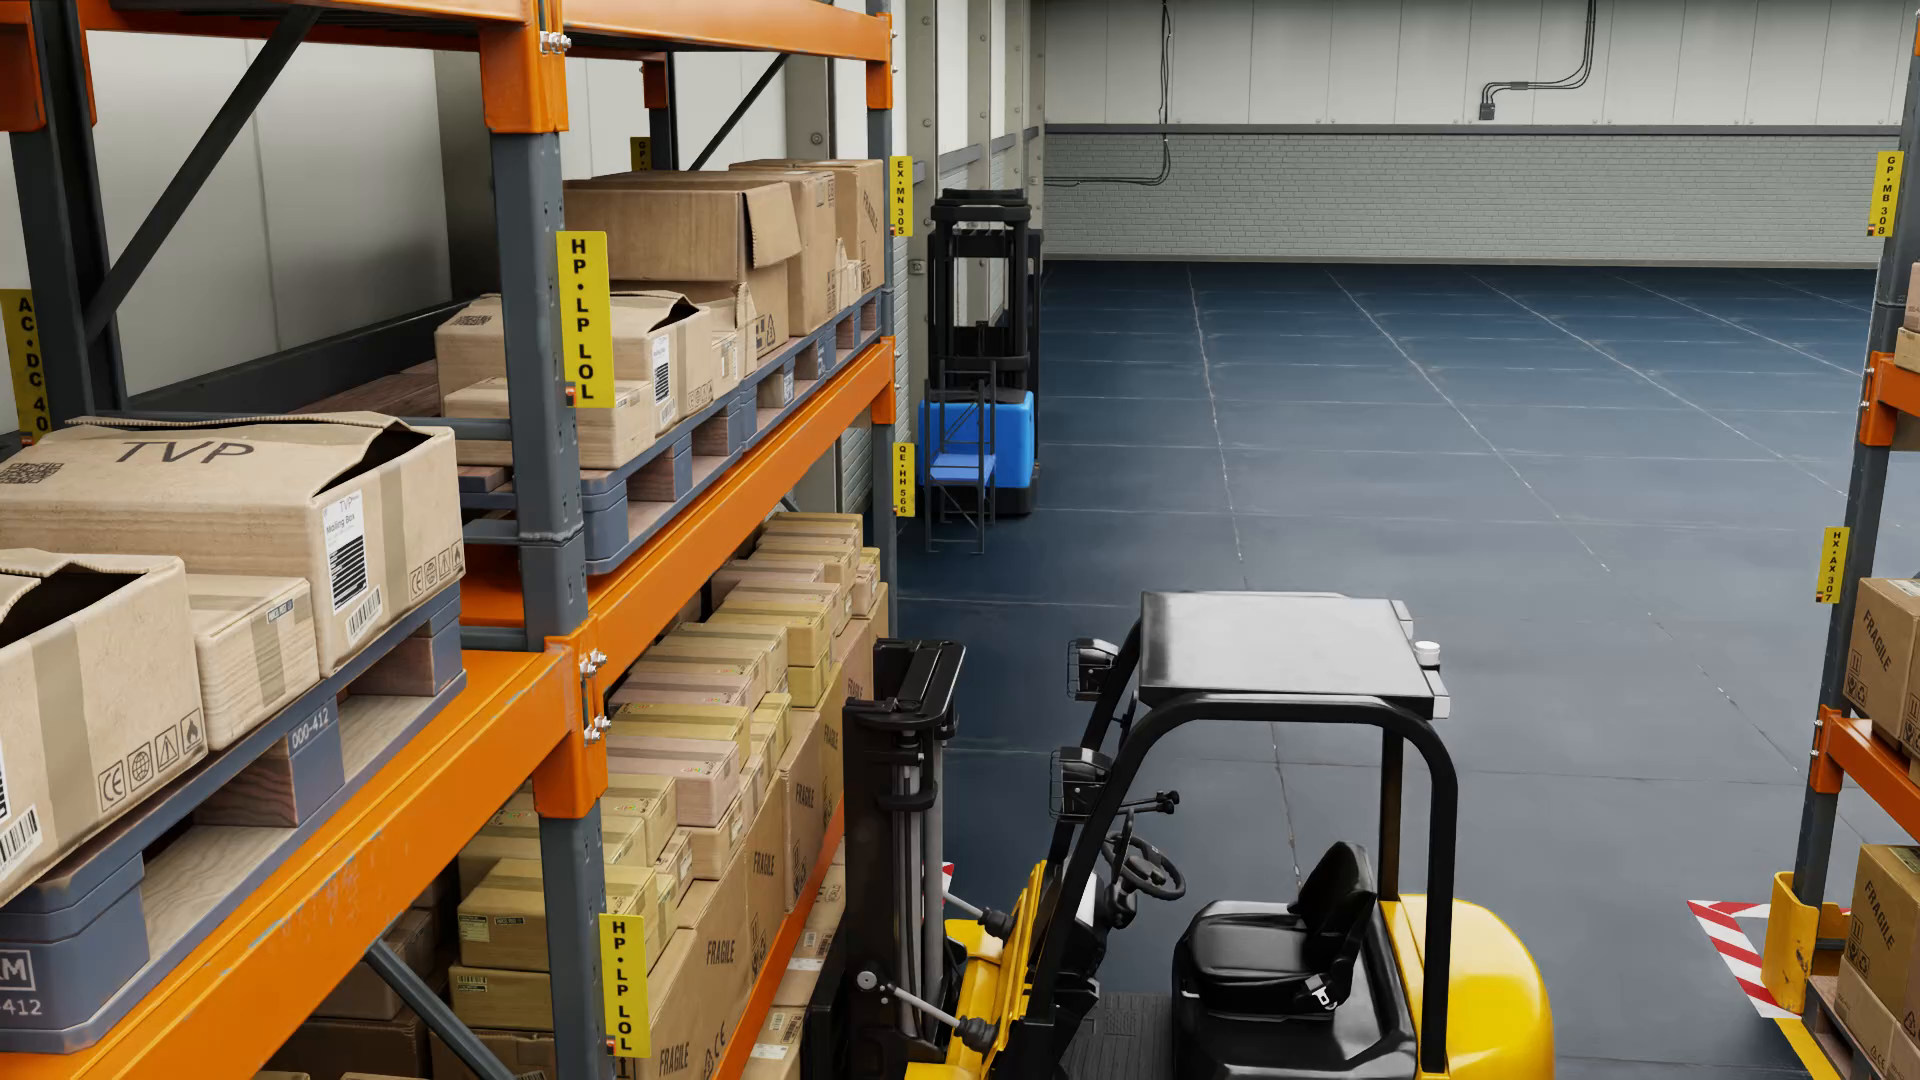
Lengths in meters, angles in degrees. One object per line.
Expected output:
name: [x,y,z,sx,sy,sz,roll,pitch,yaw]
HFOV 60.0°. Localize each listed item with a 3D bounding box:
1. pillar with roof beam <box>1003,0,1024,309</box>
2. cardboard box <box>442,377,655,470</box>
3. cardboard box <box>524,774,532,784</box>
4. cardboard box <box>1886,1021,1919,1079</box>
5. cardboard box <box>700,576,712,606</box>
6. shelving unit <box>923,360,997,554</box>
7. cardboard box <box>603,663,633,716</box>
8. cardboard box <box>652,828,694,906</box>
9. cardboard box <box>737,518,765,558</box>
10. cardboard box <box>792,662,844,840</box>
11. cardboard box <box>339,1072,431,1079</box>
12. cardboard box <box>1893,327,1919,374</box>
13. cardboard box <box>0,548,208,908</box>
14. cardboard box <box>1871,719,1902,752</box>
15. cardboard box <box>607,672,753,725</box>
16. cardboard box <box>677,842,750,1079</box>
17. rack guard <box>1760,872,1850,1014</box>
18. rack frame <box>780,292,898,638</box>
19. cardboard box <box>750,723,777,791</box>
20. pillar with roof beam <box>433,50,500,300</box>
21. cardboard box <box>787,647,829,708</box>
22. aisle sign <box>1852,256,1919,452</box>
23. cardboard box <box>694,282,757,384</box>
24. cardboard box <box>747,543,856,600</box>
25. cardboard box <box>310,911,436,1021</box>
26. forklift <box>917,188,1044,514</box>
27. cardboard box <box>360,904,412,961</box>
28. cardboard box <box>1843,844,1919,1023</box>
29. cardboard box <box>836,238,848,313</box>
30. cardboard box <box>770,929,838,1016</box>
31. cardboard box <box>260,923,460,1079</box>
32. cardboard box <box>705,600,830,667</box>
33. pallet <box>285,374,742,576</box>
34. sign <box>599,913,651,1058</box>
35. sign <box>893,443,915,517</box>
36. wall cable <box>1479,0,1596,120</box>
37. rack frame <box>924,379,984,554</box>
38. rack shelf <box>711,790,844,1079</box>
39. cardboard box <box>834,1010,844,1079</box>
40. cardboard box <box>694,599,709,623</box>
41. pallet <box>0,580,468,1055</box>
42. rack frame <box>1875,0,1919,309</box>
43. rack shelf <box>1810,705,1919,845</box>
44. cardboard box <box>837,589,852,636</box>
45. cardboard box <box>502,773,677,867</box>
pillar with roof beam: [5.227,-8.447,28.662,9.100,9.000,0.400,2,15,6]
cardboard box: [-0.883,-0.255,3.598,0.380,0.149,0.250,2,15,7]
cardboard box: [-1.311,0.713,4.843,0.380,0.149,0.250,2,15,8]
cardboard box: [3.717,1.996,5.998,0.500,0.250,0.500,2,15,8]
cardboard box: [-1.156,0.168,6.290,0.380,0.149,0.250,2,15,7]
shelving unit: [0.010,-0.746,14.548,0.538,1.500,1.048,2,15,6]
cardboard box: [-1.264,0.437,5.294,0.380,0.149,0.250,2,15,8]
cardboard box: [-0.909,0.858,4.308,0.380,0.149,0.250,2,15,6]
cardboard box: [-1.034,-0.032,7.028,0.380,0.149,0.250,1,15,5]
cardboard box: [-0.704,0.747,5.962,0.500,0.500,0.500,1,15,5]
cardboard box: [-1.053,1.164,3.177,0.380,0.149,0.250,2,15,8]
cardboard box: [3.788,-0.712,6.285,0.380,0.149,0.250,2,15,6]
cardboard box: [-1.162,0.168,1.722,0.500,0.311,0.500,1,15,4]
cardboard box: [3.904,0.741,6.656,0.380,0.149,0.250,2,15,6]
cardboard box: [-0.838,0.515,5.008,0.380,0.149,0.250,2,15,6]
cardboard box: [-0.884,1.139,4.512,0.500,0.500,0.500,2,15,7]
rack guard: [4.140,1.764,7.180,1.175,0.500,0.348,2,15,6]
rack frame: [-0.784,0.393,7.464,1.000,3.000,0.127,2,15,6]
cardboard box: [-0.765,0.663,5.031,0.380,0.149,0.250,1,15,4]
pillar with roof beam: [2.519,-2.223,5.642,9.100,9.000,0.400,2,15,6]
cardboard box: [-0.665,0.463,5.770,0.380,0.149,0.250,2,15,7]
aisle sign: [3.847,-0.742,6.680,0.394,0.787,0.004,2,15,6]
cardboard box: [-0.766,-0.580,4.576,0.396,0.266,0.258,1,15,5]
cardboard box: [-0.615,0.120,6.467,0.380,0.149,0.250,2,15,8]
cardboard box: [-1.454,0.978,3.866,0.380,0.149,0.250,2,15,6]
forklift: [0.253,-1.992,16.412,1.130,2.935,3.031,1,15,5]
cardboard box: [-1.500,0.833,3.829,0.380,0.149,0.250,2,15,6]
cardboard box: [3.780,1.508,6.366,0.500,0.500,0.500,1,15,4]
cardboard box: [-0.605,-0.952,5.951,0.396,0.266,0.258,2,15,6]
cardboard box: [-0.690,1.558,5.701,0.500,0.250,0.500,1,15,5]
cardboard box: [-1.453,1.257,4.074,0.500,0.500,0.500,2,15,6]
cardboard box: [-0.660,0.321,5.725,0.380,0.149,0.250,2,15,7]
pallet: [-1.165,-0.197,4.068,1.003,0.211,1.213,2,15,6]
sign: [-0.695,0.923,3.436,0.100,0.325,0.005,2,15,6]
sign: [-0.247,-0.261,7.209,0.100,0.325,0.005,2,15,6]
wall cable: [12.704,-12.213,36.074,2.305,6.003,0.169,2,15,6]
rack frame: [-0.048,-0.614,14.061,0.500,1.500,0.032,2,15,6]
rack shelf: [-1.010,1.259,5.639,1.077,0.370,4.000,2,15,6]
cardboard box: [-0.693,1.805,5.745,0.500,0.250,0.500,2,15,6]
cardboard box: [-1.170,0.311,6.332,0.380,0.149,0.250,1,15,4]
pallet: [-1.322,0.304,2.413,0.805,0.209,1.217,1,15,4]
rack frame: [4.148,-2.358,6.143,1.000,3.000,0.127,2,15,6]
rack shelf: [3.923,1.404,5.102,1.077,0.370,4.000,2,15,6]
cardboard box: [-0.634,0.262,6.512,0.380,0.149,0.250,2,15,7]
cardboard box: [-0.945,0.714,4.270,0.380,0.149,0.250,1,15,5]
